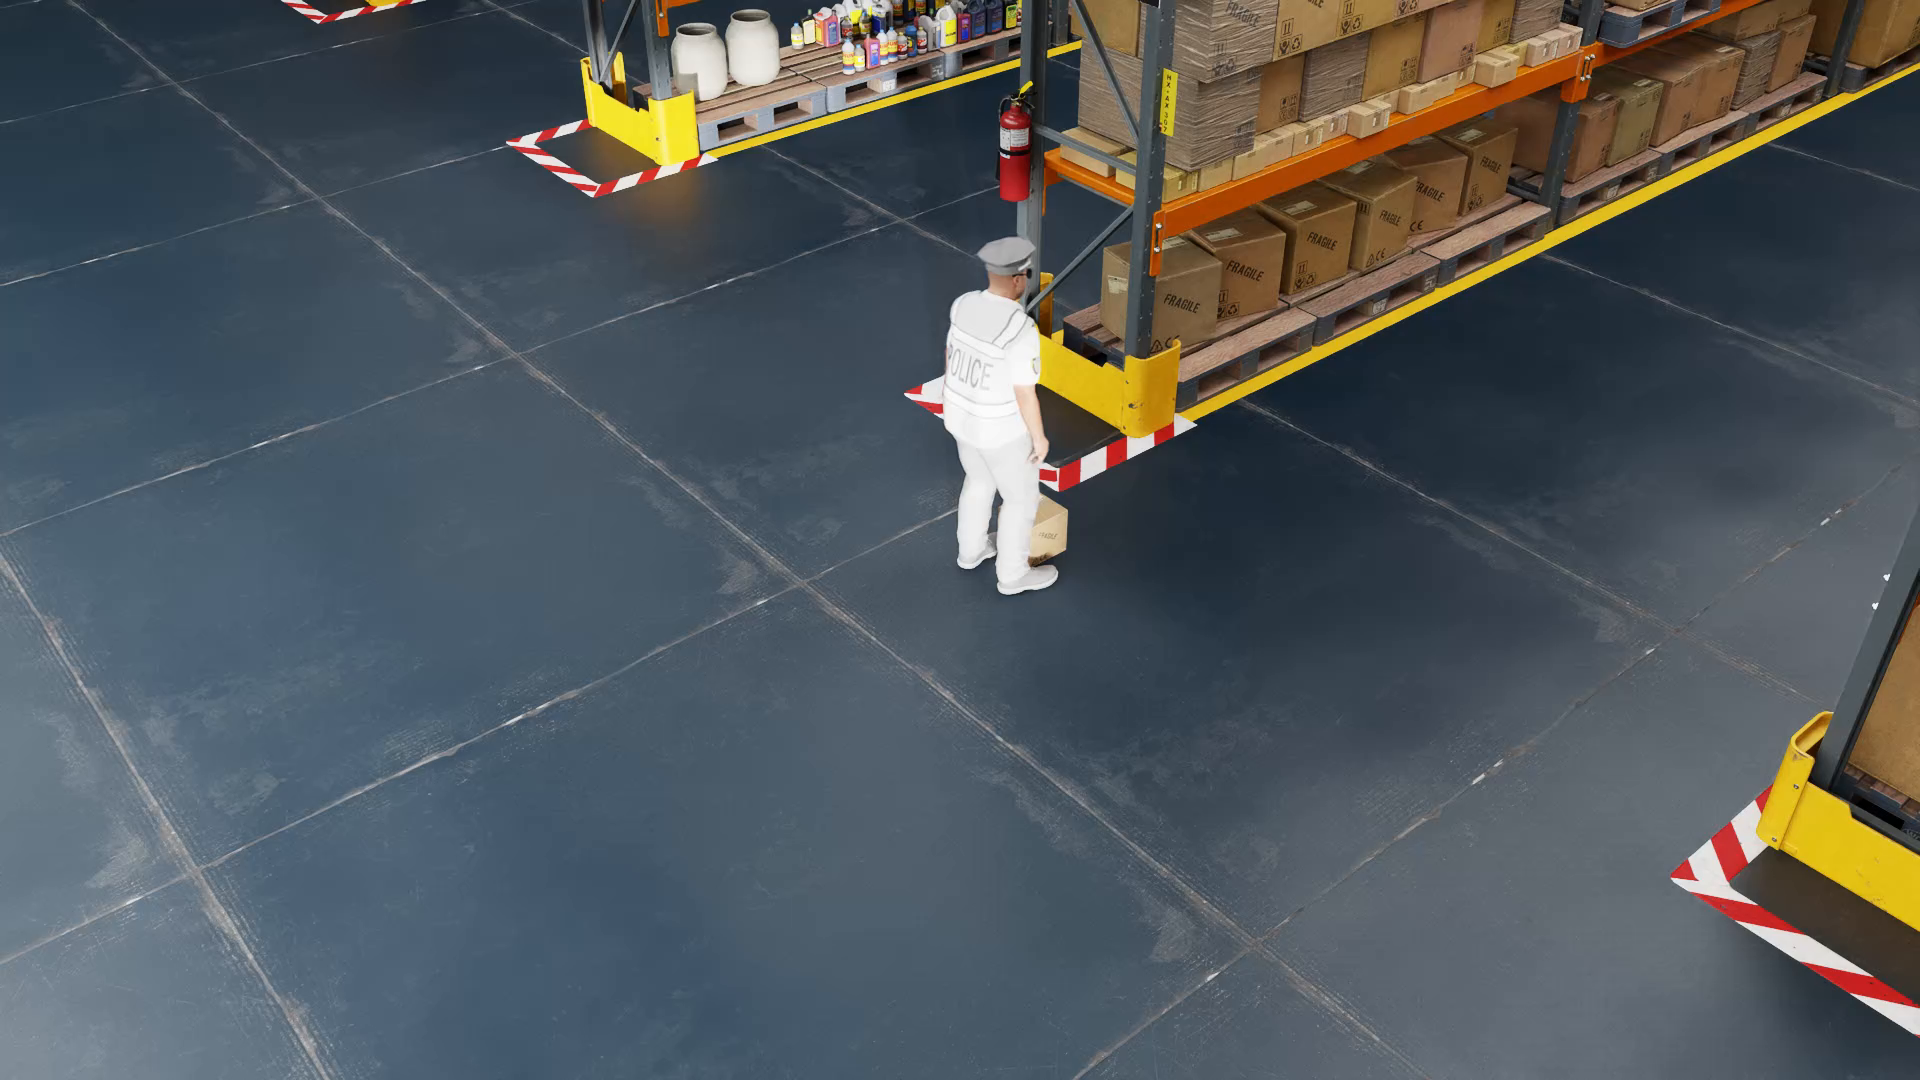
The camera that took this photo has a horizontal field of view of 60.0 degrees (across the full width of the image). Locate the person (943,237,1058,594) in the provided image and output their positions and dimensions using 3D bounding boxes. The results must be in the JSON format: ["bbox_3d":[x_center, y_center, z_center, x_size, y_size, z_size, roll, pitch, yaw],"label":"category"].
[{"bbox_3d":[0.164,-0.563,7.857,0.435,1.748,0.590,-27,44,-32],"label":"person"}]
